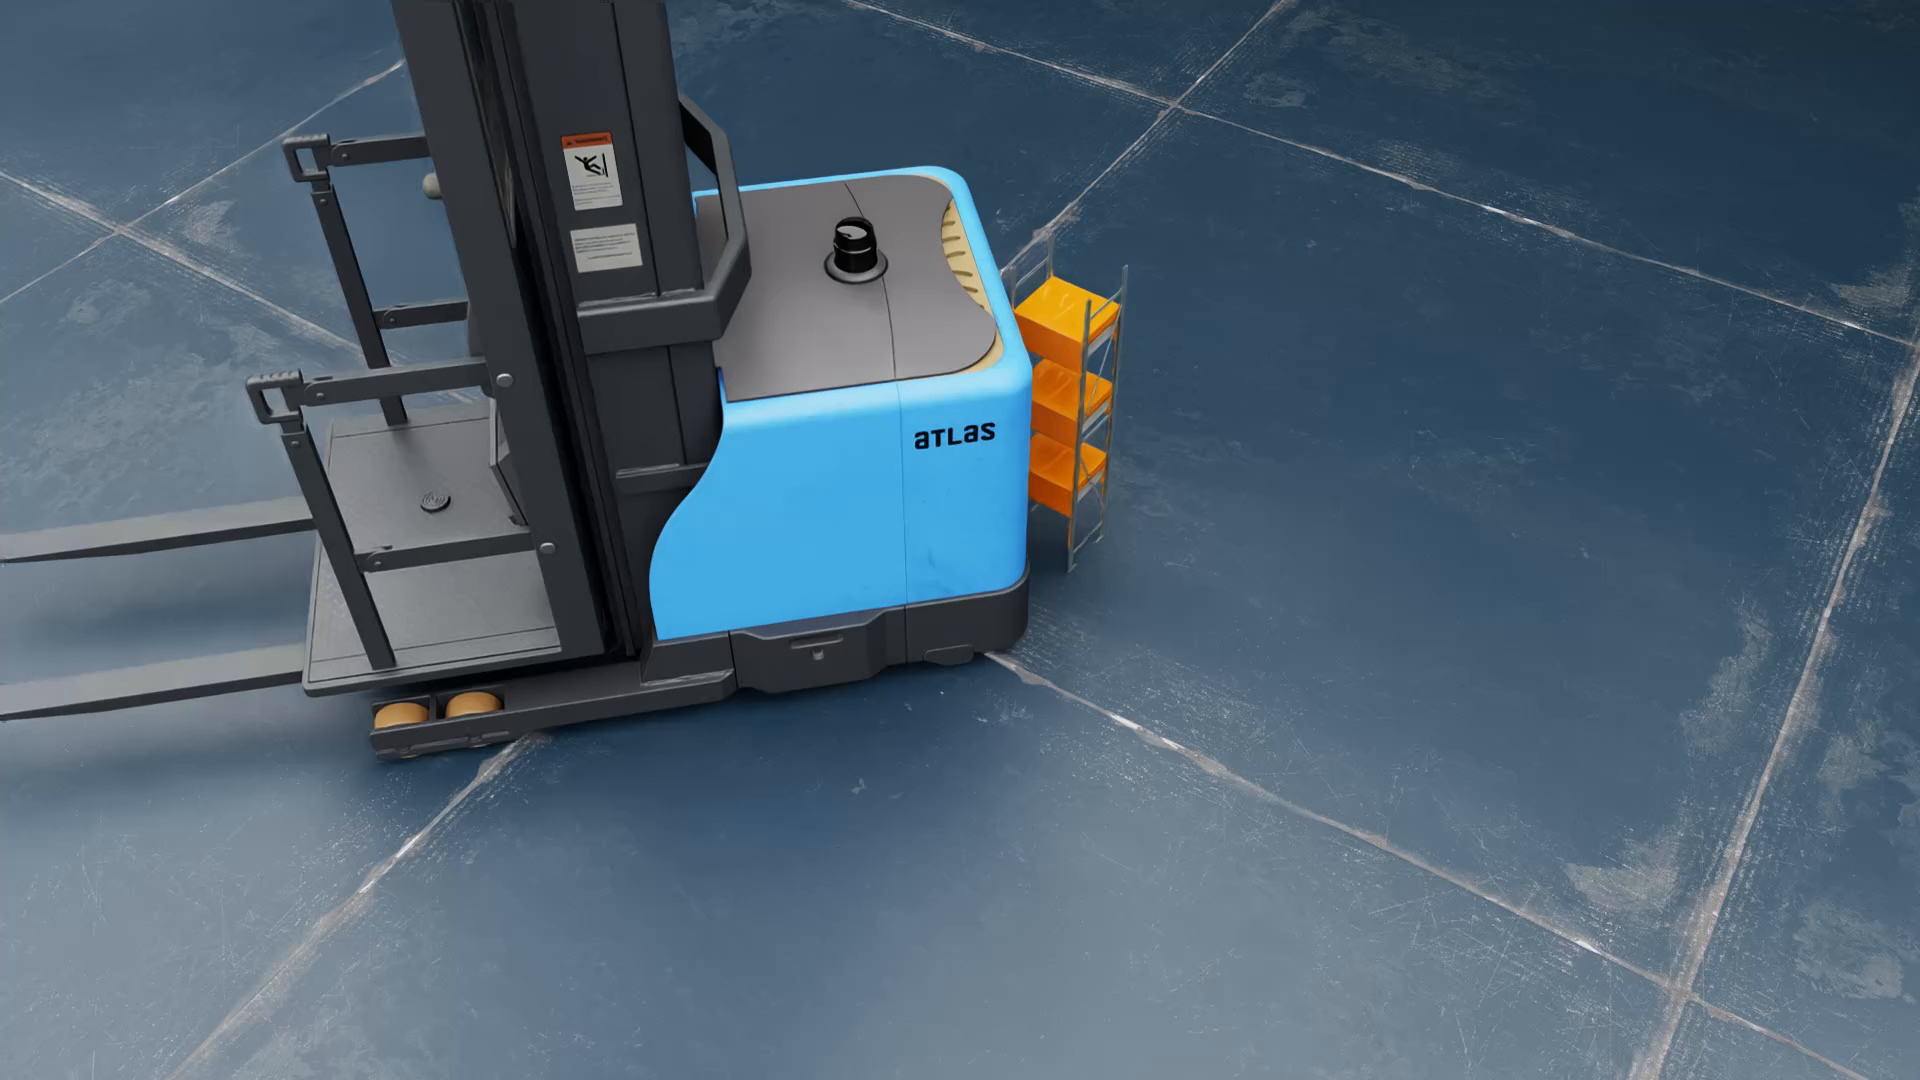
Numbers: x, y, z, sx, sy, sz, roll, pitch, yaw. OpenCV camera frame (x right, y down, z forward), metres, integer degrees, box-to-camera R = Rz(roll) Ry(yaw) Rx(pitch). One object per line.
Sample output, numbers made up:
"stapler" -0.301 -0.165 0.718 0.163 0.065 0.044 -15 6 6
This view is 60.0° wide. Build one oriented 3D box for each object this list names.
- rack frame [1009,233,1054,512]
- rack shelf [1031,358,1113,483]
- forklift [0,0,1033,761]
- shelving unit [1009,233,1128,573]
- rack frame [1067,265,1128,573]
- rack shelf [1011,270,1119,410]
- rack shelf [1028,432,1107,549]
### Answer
"rack frame" 0.198 -0.425 4.931 0.008 1.050 0.200 28 52 24
"rack shelf" 0.296 -0.366 4.888 0.240 0.259 0.215 28 52 24
"forklift" -1.370 -0.825 4.008 3.031 2.935 1.130 -8 46 -8
"shelving unit" 0.296 -0.373 4.881 0.252 1.050 0.215 28 52 24
"rack frame" 0.395 -0.322 4.831 0.008 1.050 0.200 28 52 24
"rack shelf" 0.296 -0.564 4.685 0.240 0.259 0.215 28 52 24
"rack shelf" 0.296 -0.172 5.088 0.240 0.259 0.215 28 52 24
